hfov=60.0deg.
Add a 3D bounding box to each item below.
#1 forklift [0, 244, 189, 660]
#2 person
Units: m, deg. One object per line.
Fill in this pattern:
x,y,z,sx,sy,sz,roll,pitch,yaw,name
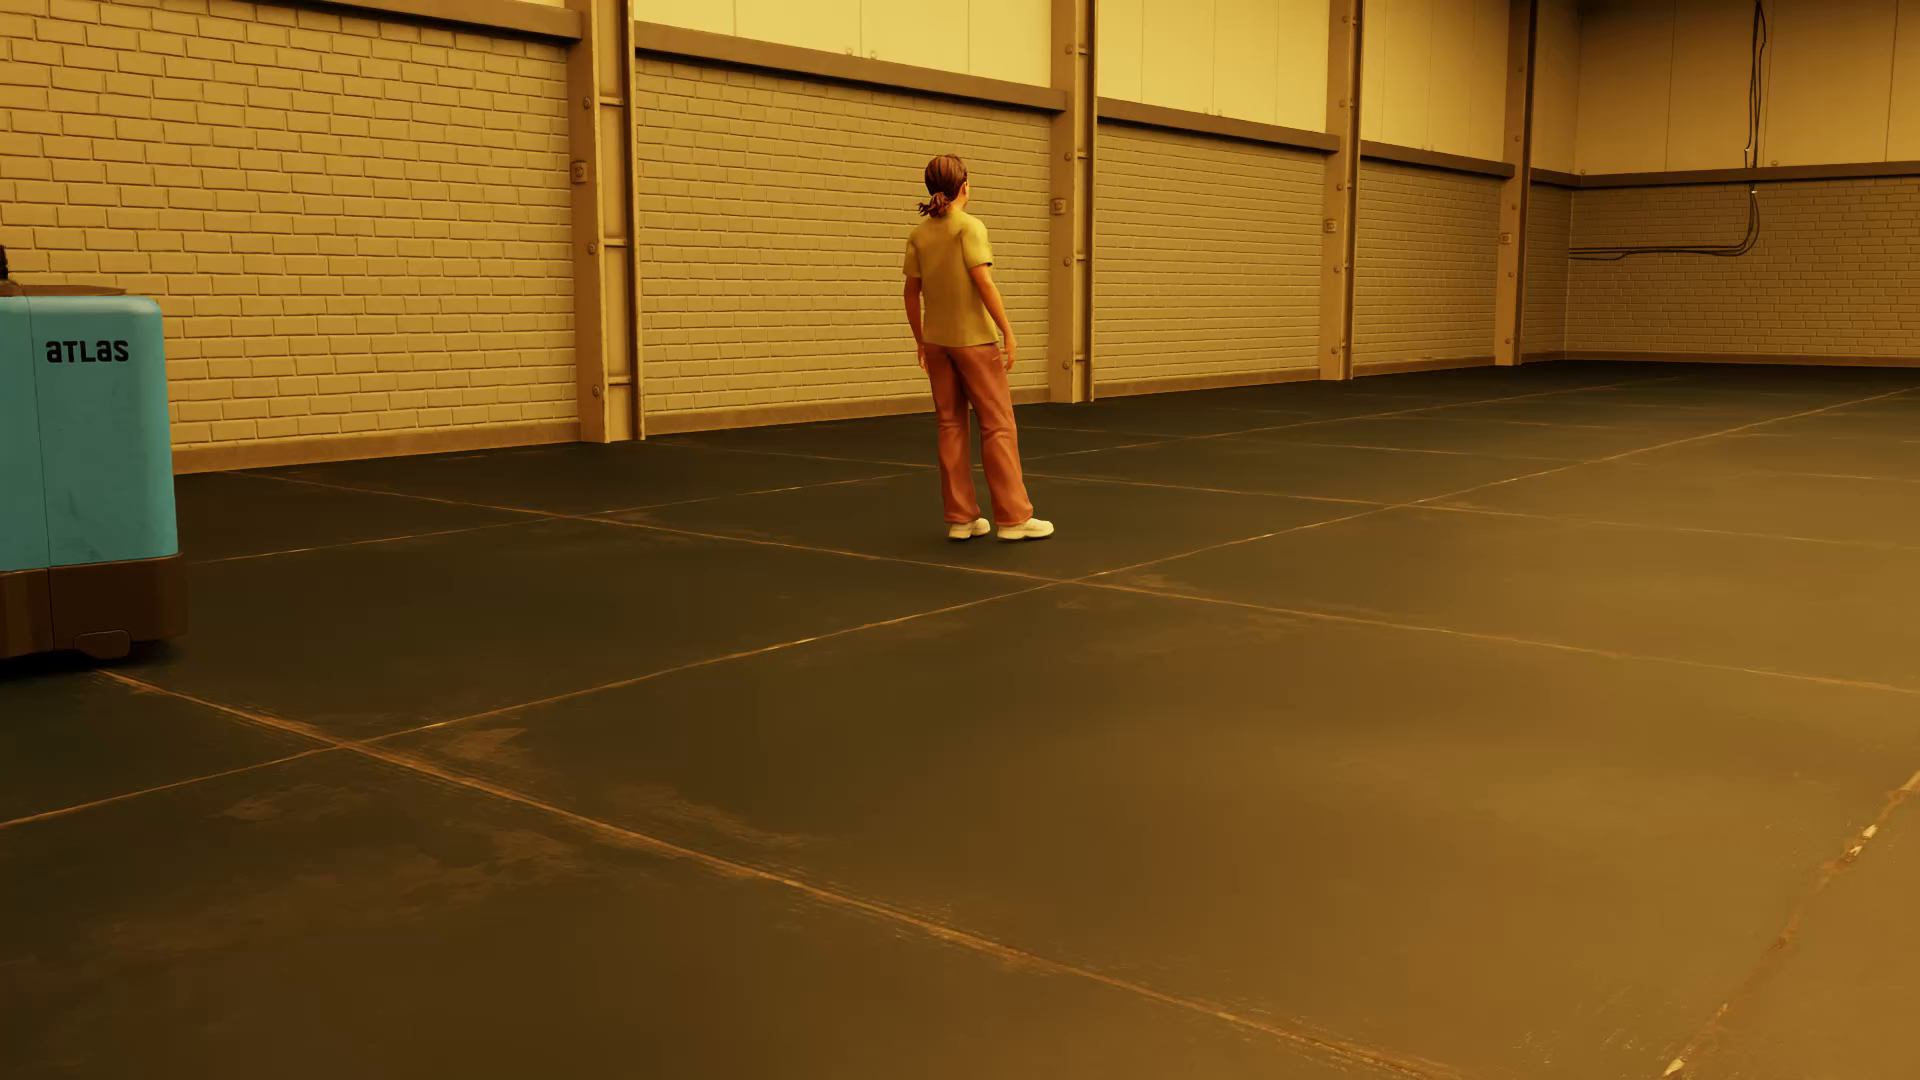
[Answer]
-3.801,-1.021,4.263,3.031,2.935,1.130,-6,10,-37,forklift
0.056,-0.838,7.333,0.553,1.661,0.548,7,11,38,person
